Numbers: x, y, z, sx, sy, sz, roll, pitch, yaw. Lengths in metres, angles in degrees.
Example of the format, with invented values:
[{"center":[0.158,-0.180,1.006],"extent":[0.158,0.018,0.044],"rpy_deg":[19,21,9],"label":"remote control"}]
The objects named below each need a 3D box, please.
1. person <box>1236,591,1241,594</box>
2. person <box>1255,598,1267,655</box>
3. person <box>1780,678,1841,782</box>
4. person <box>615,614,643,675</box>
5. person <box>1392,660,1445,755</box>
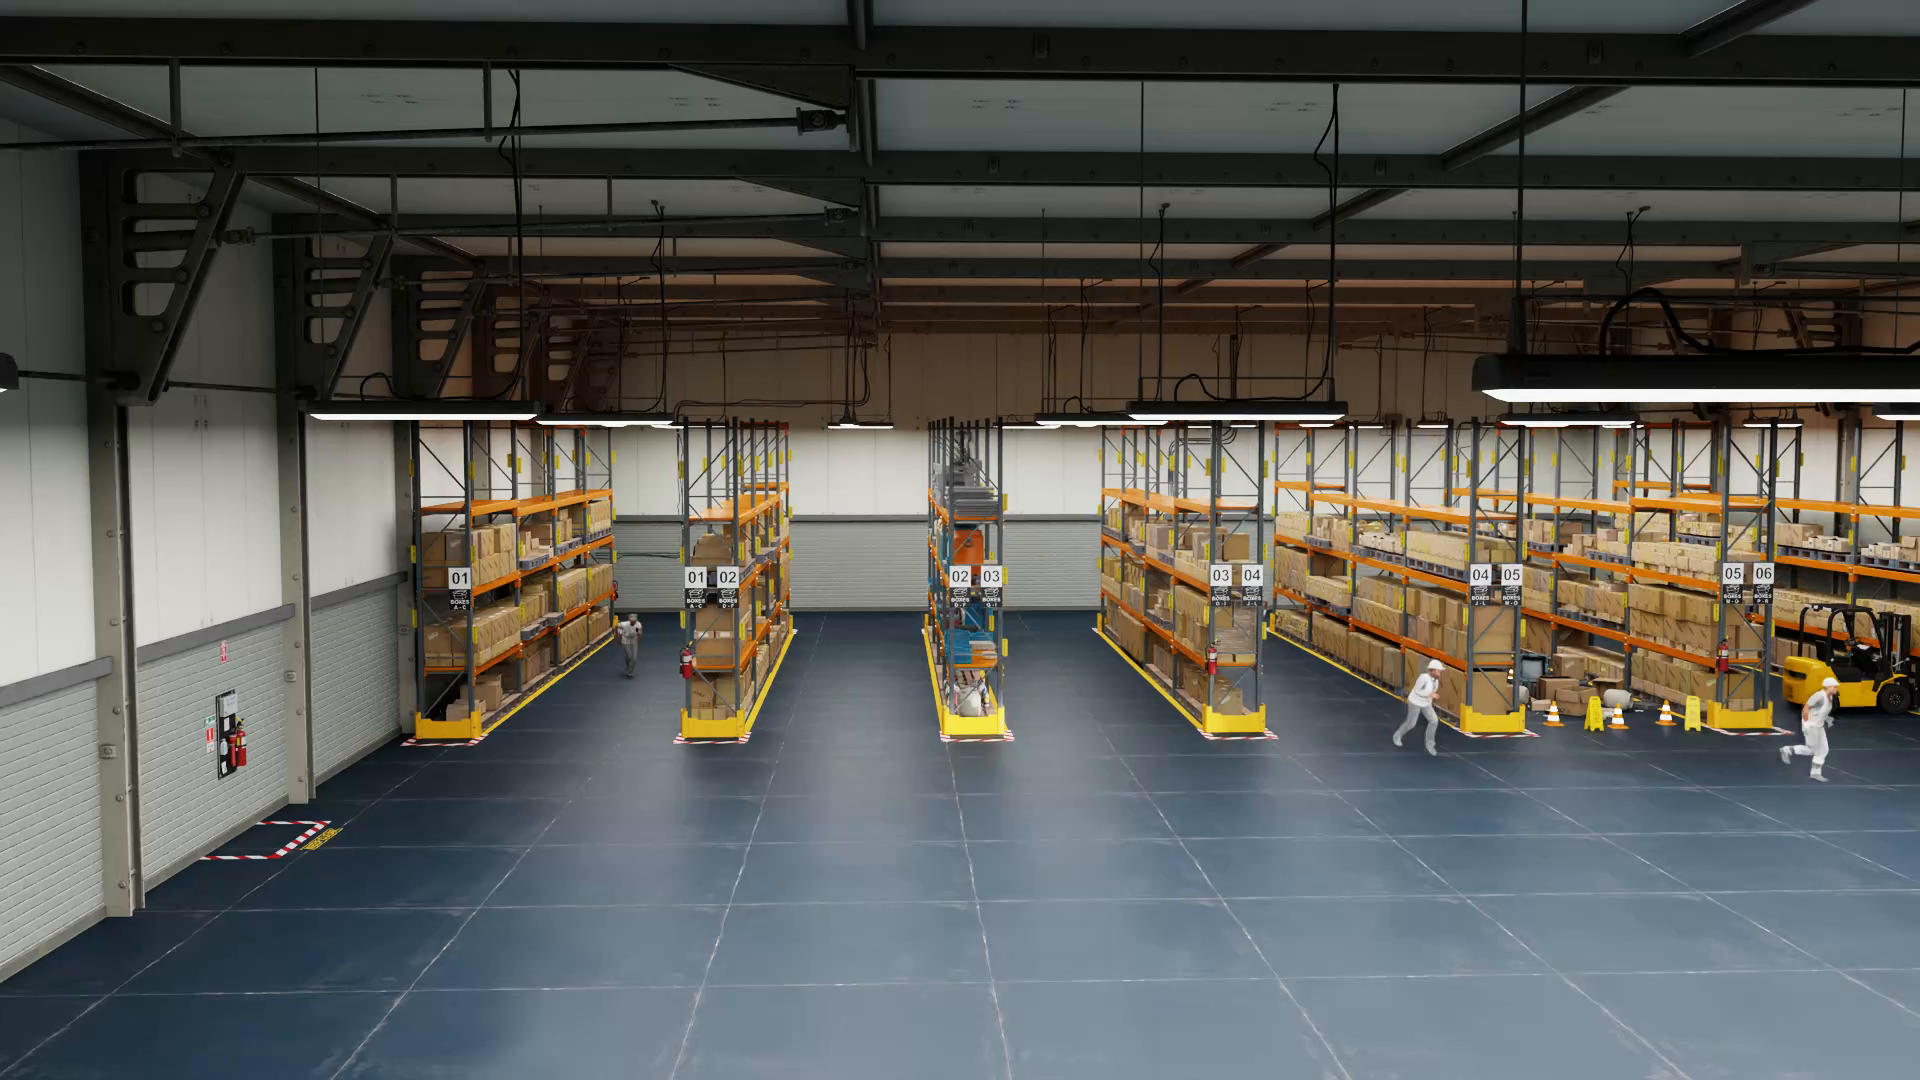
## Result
[{"center":[7.997,1.749,48.468],"extent":[0.798,1.591,0.744],"rpy_deg":[-3,5,-40],"label":"person"},{"center":[7.547,2.108,42.864],"extent":[0.729,1.730,1.051],"rpy_deg":[0,4,2],"label":"person"},{"center":[14.044,3.095,27.466],"extent":[0.906,1.722,0.658],"rpy_deg":[3,5,43],"label":"person"},{"center":[-7.718,2.449,38.776],"extent":[0.602,1.492,0.850],"rpy_deg":[-2,4,-24],"label":"person"},{"center":[8.210,2.969,29.742],"extent":[0.701,1.732,1.034],"rpy_deg":[-3,5,-40],"label":"person"}]
